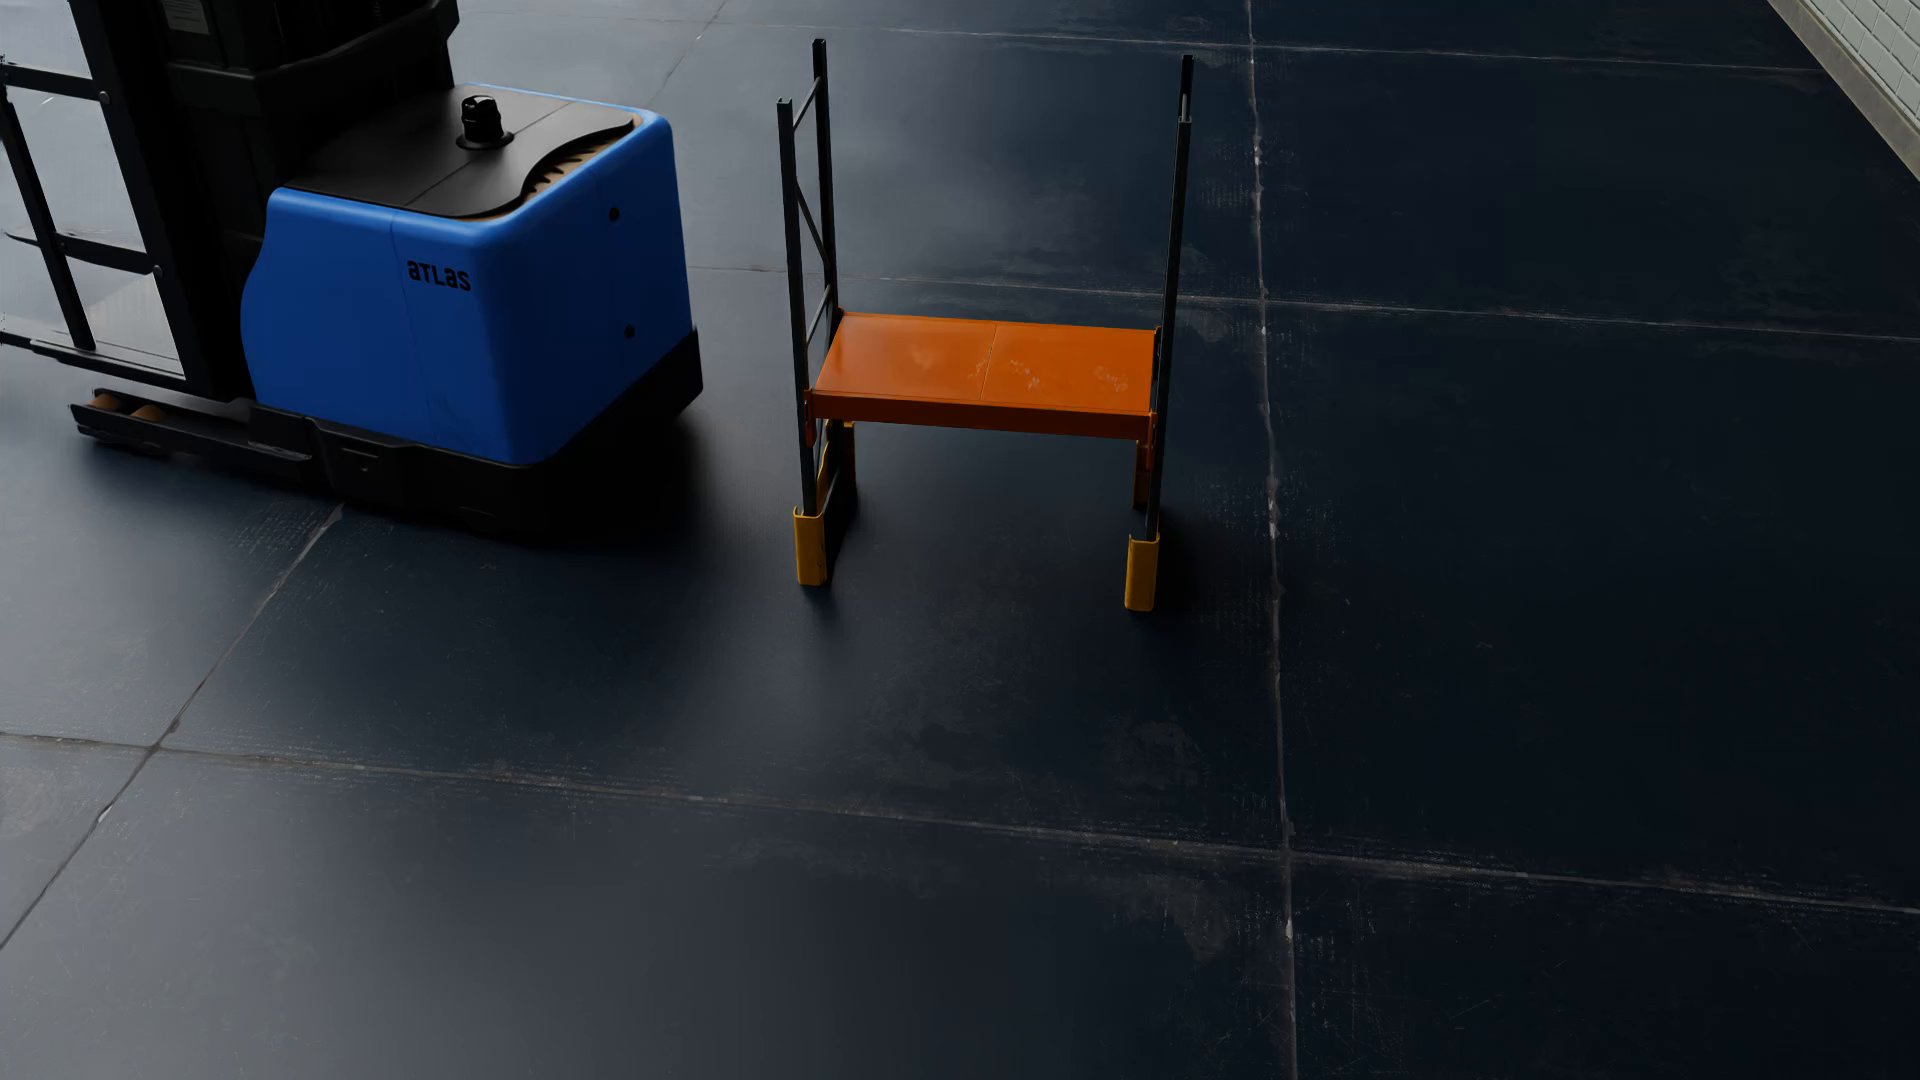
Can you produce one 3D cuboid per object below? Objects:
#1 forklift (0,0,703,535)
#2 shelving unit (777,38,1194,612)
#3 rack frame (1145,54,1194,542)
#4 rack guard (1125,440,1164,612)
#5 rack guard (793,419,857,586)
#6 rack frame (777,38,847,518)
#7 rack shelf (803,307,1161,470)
[{"bbox_3d":[-2.476,-1.750,5.179,3.031,2.935,1.130,13,38,18],"label":"forklift"},{"bbox_3d":[0.076,-0.605,4.806,1.083,1.500,0.587,4,36,6],"label":"shelving unit"},{"bbox_3d":[0.589,-0.567,4.753,0.032,1.500,0.500,4,36,6],"label":"rack frame"},{"bbox_3d":[0.570,-0.059,5.118,0.087,0.250,0.587,4,36,6],"label":"rack guard"},{"bbox_3d":[-0.418,-0.133,5.221,0.087,0.250,0.587,4,36,6],"label":"rack guard"},{"bbox_3d":[-0.420,-0.642,4.858,0.032,1.500,0.500,4,36,6],"label":"rack frame"},{"bbox_3d":[0.085,-0.458,4.910,1.000,0.185,0.538,4,36,6],"label":"rack shelf"}]
